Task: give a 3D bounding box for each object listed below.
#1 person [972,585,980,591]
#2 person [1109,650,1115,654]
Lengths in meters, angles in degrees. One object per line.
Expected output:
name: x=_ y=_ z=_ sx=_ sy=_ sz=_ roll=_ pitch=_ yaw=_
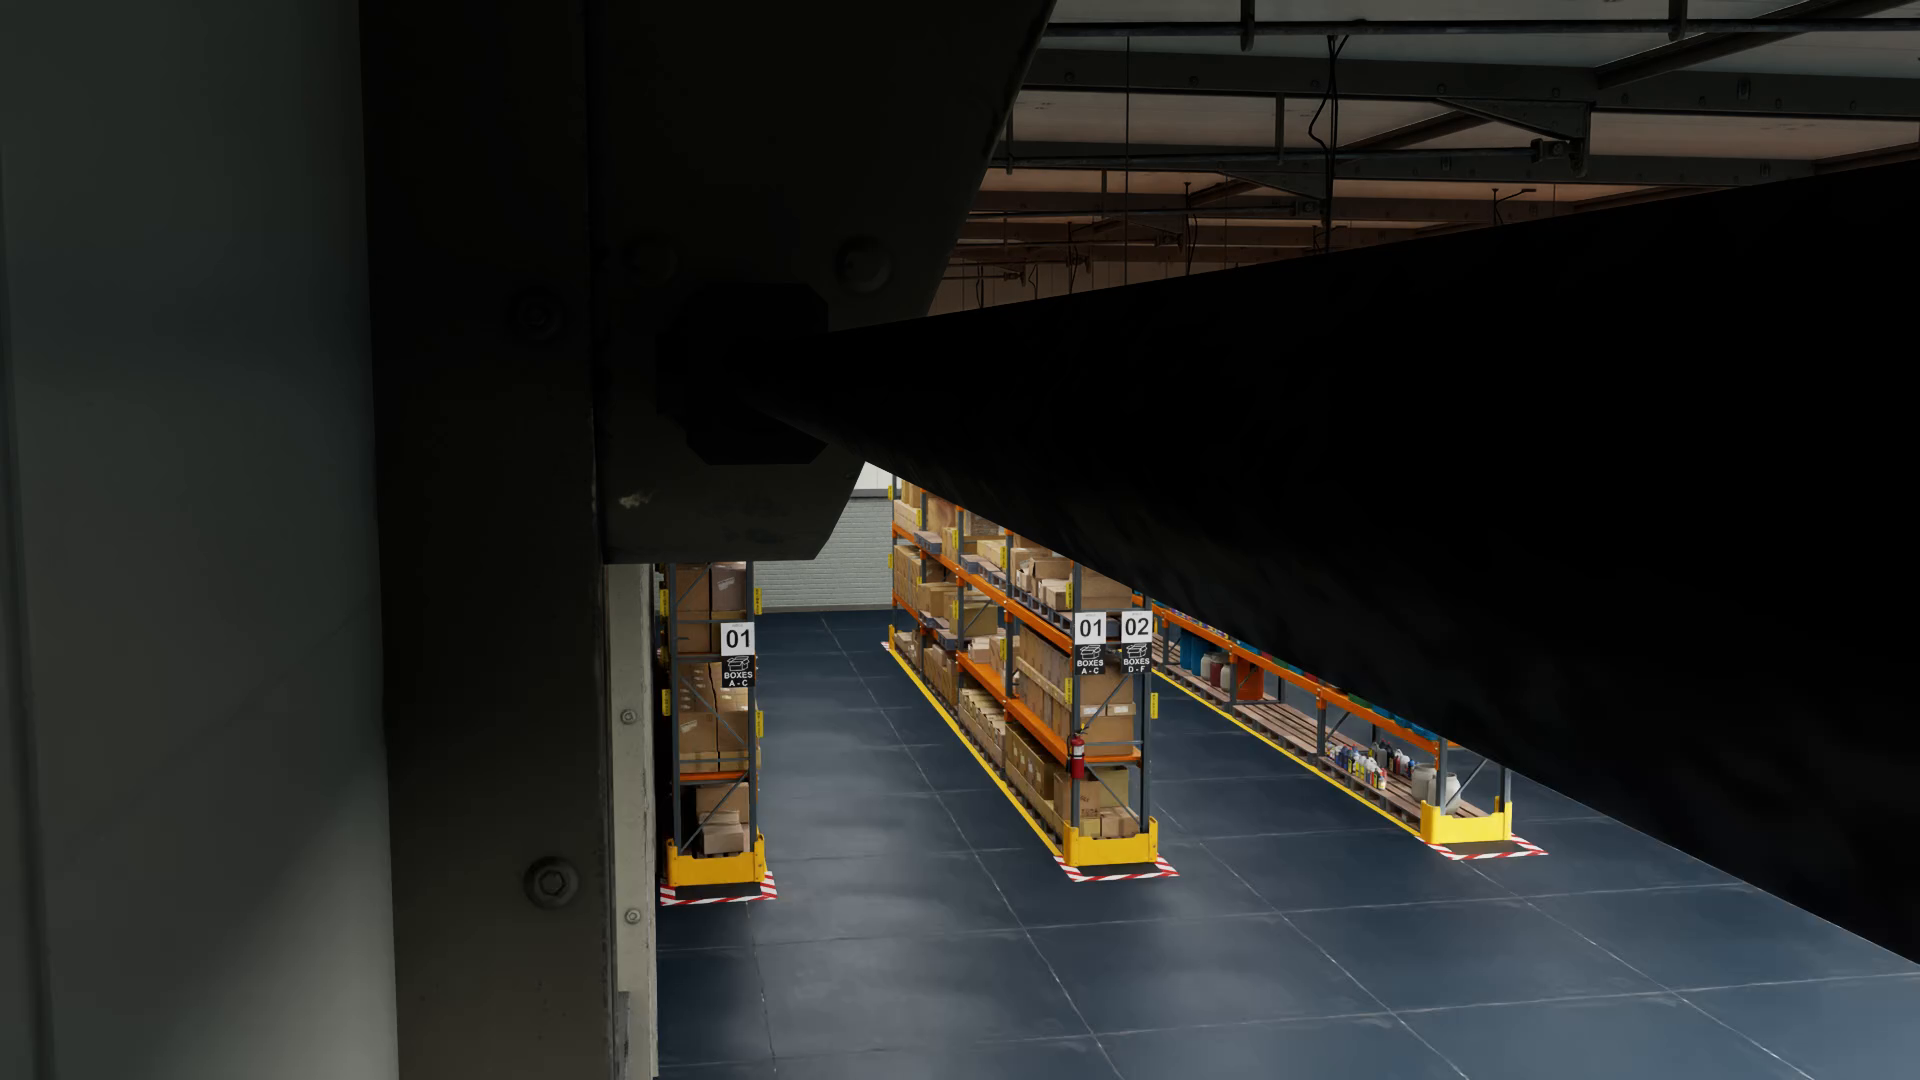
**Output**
person: x=0.407 y=1.331 z=38.584 sx=0.492 sy=1.622 sz=1.049 roll=-1 pitch=6 yaw=-11
person: x=2.552 y=2.191 z=30.554 sx=0.592 sy=1.698 sz=0.796 roll=0 pitch=6 yaw=-2
